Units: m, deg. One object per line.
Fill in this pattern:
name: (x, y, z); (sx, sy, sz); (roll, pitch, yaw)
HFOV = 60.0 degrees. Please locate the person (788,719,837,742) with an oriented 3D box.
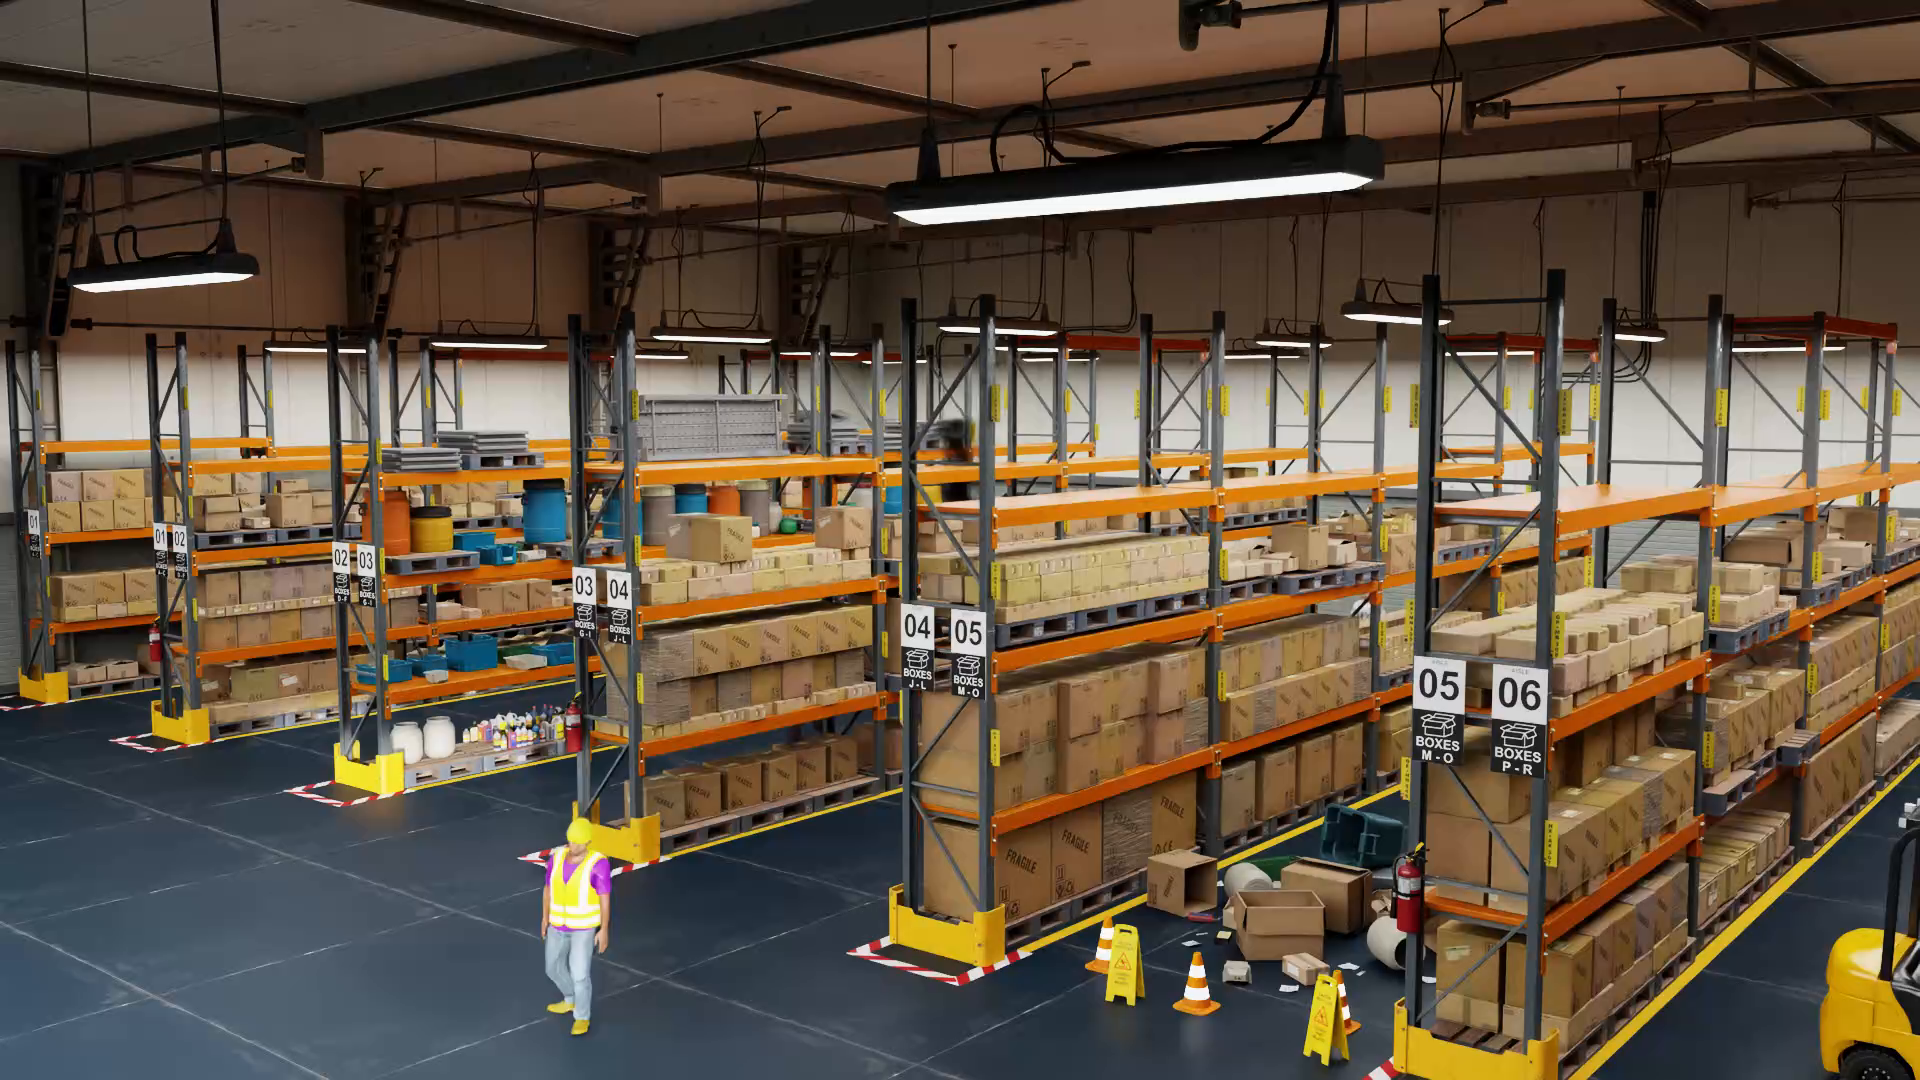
person: (-2.088, 2.284, 23.280); (0.701, 1.683, 0.990); (4, 7, 39)

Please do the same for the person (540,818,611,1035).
person: (-3.107, 3.087, 13.450); (0.671, 1.742, 0.488); (2, 5, 18)

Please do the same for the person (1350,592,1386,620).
person: (7.339, 1.644, 29.925); (0.629, 1.689, 0.634); (1, 5, 11)

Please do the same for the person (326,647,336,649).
person: (-11.112, 1.709, 29.616); (0.562, 1.613, 0.659); (2, 5, 18)
